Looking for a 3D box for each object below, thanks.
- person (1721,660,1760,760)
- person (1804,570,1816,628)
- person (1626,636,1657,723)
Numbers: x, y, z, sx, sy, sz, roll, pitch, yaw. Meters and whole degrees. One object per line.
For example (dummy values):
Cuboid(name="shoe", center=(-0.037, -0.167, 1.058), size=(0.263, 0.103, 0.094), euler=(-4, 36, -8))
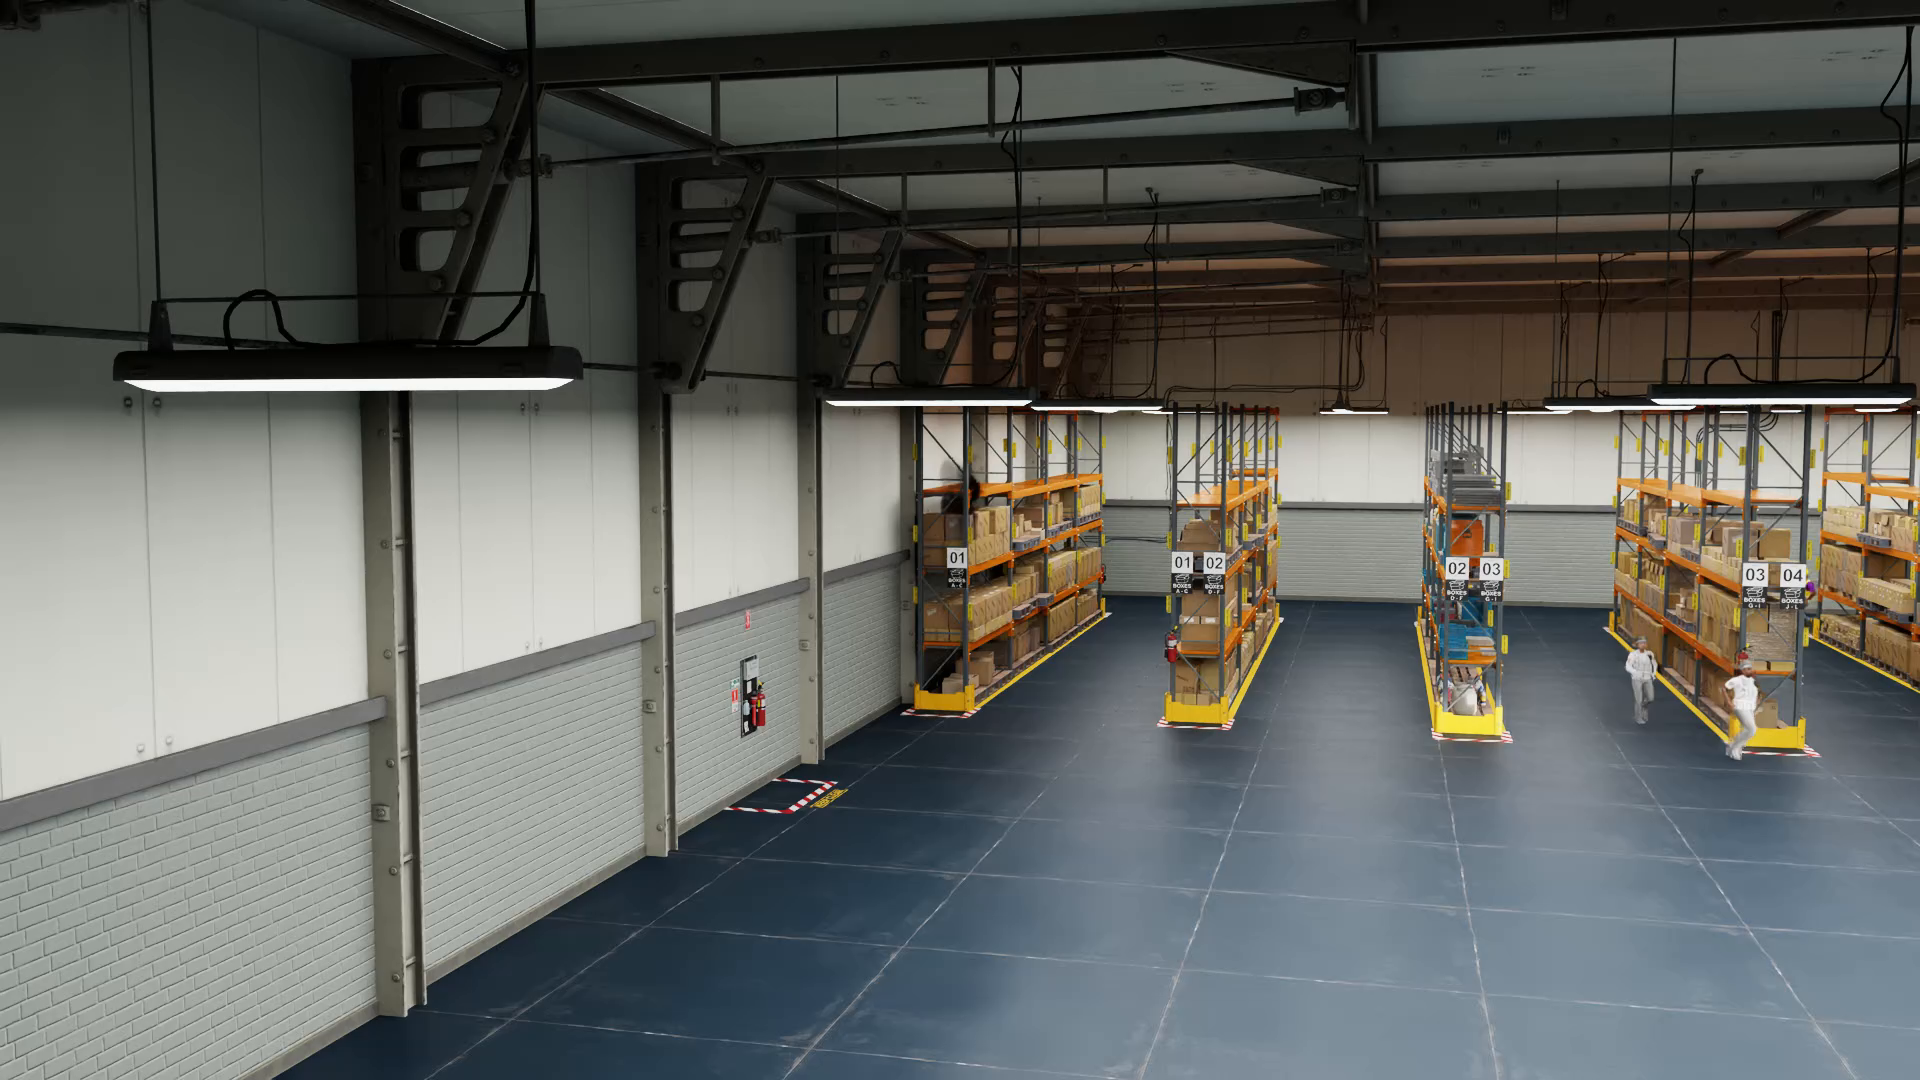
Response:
Cuboid(name="person", center=(13.098, 2.833, 27.743), size=(0.569, 1.664, 0.586), euler=(-3, 5, -33))
Cuboid(name="person", center=(22.417, 1.618, 44.231), size=(0.554, 1.703, 0.748), euler=(0, 4, -2))
Cuboid(name="person", center=(12.706, 2.608, 30.926), size=(0.589, 1.647, 0.528), euler=(1, 4, 7))
